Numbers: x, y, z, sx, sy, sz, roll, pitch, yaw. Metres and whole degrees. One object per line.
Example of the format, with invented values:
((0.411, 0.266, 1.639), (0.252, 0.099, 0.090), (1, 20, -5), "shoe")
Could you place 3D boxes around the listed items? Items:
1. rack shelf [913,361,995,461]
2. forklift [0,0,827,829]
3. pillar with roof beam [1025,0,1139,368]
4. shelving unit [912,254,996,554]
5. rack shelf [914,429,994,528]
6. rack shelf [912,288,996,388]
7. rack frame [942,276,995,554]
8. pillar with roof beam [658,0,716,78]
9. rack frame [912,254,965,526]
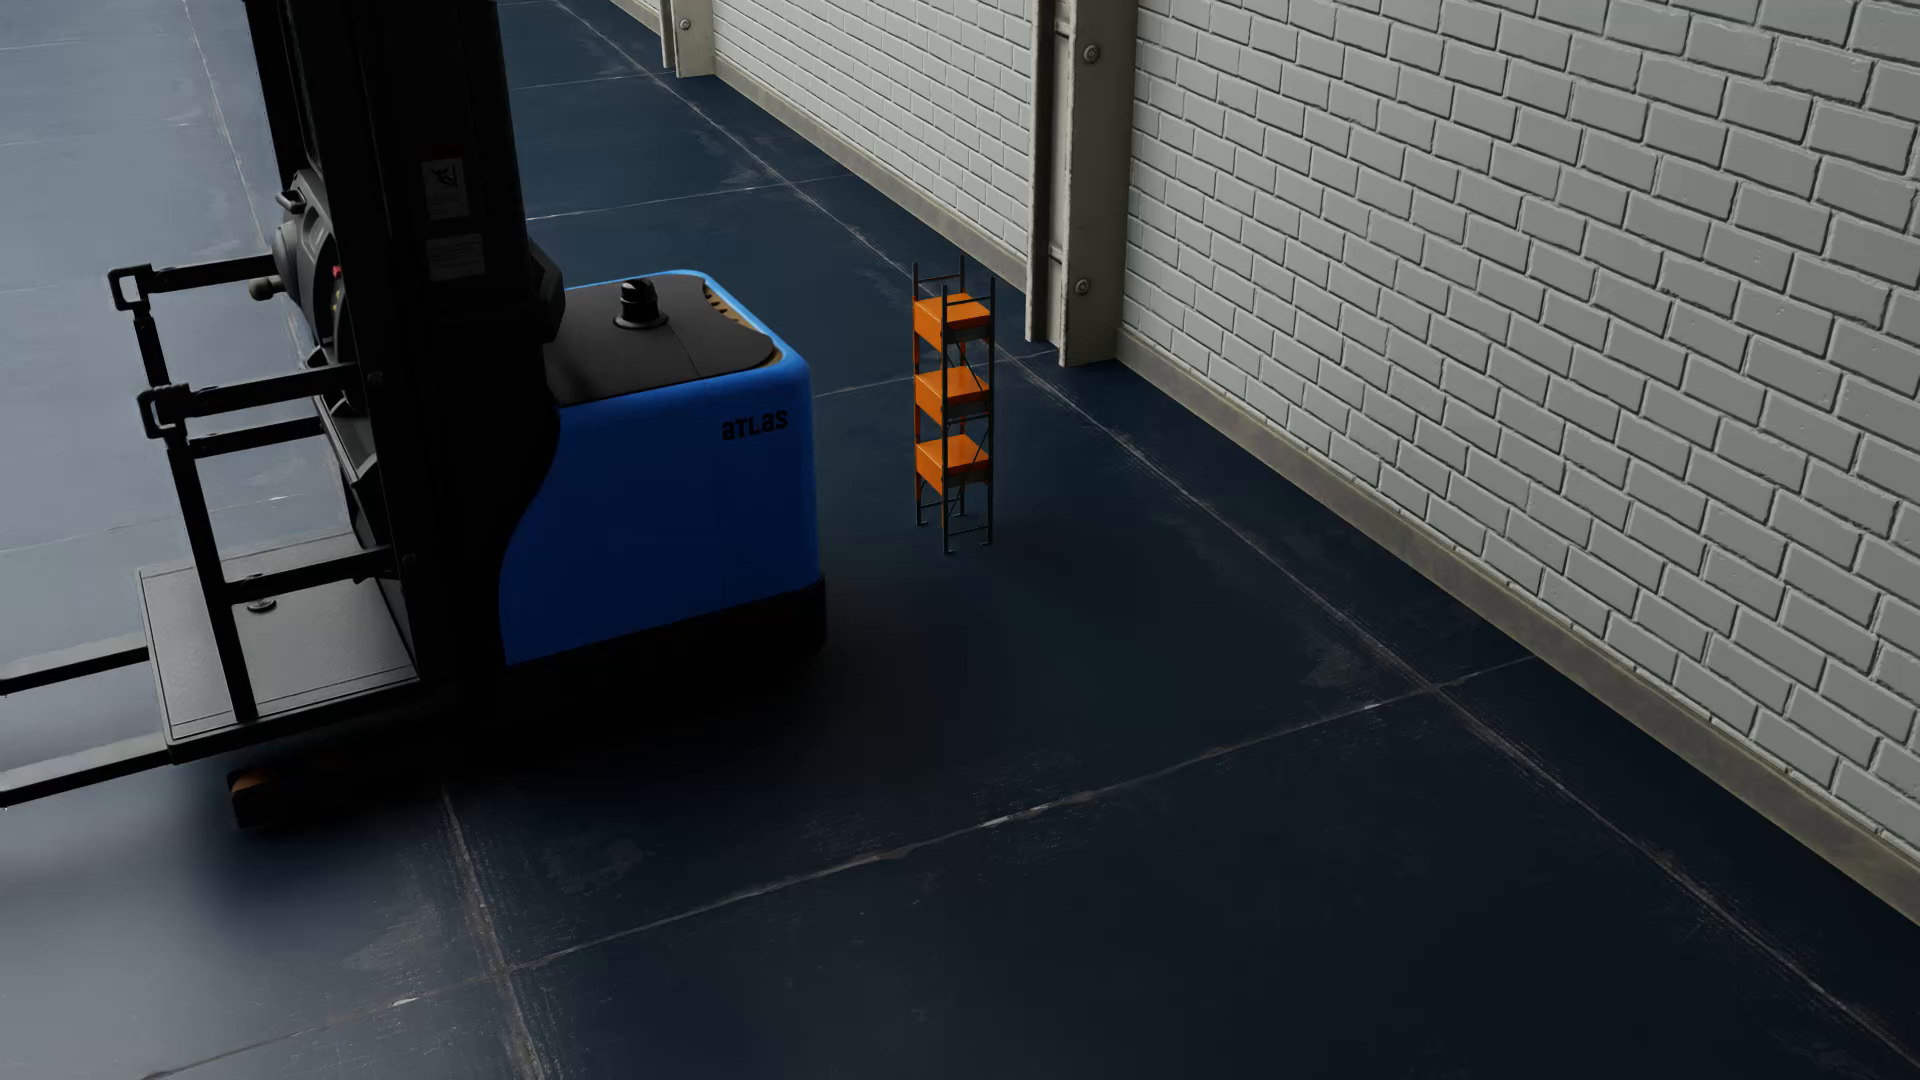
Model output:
((-0.023, -0.472, 6.041), (0.215, 0.259, 0.240), (-13, 32, -22), "rack shelf")
((-1.987, -0.748, 4.587), (3.031, 2.935, 1.130), (-15, 32, -24), "forklift")
((-3.354, -3.935, 4.067), (9.100, 9.000, 0.400), (-13, 32, -22), "pillar with roof beam")
((-0.023, -0.482, 6.035), (0.215, 1.050, 0.252), (-13, 32, -22), "shelving unit")
((-0.023, -0.230, 6.176), (0.215, 0.259, 0.240), (-13, 32, -22), "rack shelf")
((-0.023, -0.720, 5.902), (0.215, 0.259, 0.240), (-13, 32, -22), "rack shelf")
((0.029, -0.428, 5.939), (0.200, 1.050, 0.008), (-13, 32, -22), "rack frame")
((-5.930, -6.585, 8.793), (9.100, 9.000, 0.400), (-13, 32, -22), "pillar with roof beam")
((-0.075, -0.535, 6.131), (0.200, 1.050, 0.008), (-13, 32, -22), "rack frame")
